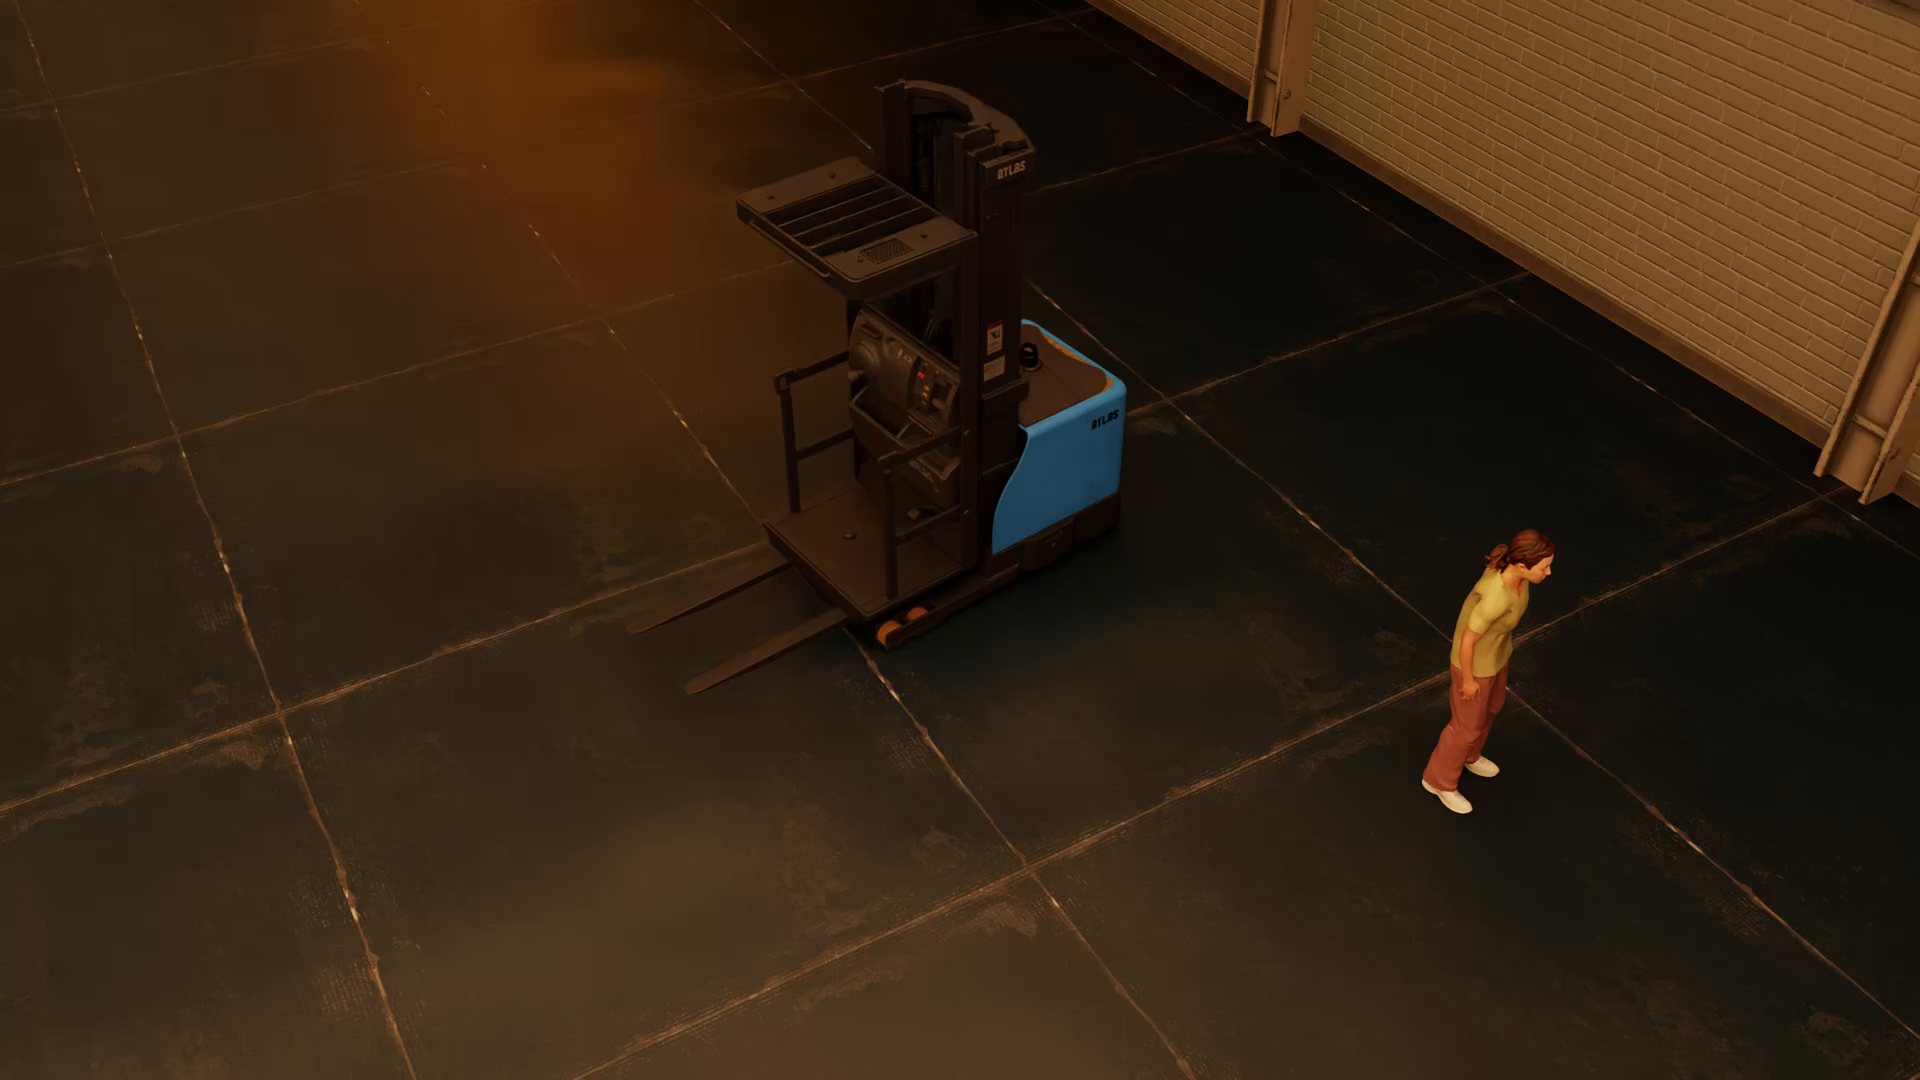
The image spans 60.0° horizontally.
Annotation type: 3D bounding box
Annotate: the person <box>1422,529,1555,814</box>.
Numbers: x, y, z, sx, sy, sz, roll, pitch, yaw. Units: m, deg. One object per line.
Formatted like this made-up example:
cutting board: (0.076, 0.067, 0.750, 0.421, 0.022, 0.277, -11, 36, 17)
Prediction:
person: (2.631, 0.607, 8.291, 0.363, 1.672, 0.498, 25, 46, 27)

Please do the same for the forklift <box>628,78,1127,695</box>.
forklift: (-0.478, -0.883, 9.101, 3.031, 2.935, 1.130, -26, 46, -28)
